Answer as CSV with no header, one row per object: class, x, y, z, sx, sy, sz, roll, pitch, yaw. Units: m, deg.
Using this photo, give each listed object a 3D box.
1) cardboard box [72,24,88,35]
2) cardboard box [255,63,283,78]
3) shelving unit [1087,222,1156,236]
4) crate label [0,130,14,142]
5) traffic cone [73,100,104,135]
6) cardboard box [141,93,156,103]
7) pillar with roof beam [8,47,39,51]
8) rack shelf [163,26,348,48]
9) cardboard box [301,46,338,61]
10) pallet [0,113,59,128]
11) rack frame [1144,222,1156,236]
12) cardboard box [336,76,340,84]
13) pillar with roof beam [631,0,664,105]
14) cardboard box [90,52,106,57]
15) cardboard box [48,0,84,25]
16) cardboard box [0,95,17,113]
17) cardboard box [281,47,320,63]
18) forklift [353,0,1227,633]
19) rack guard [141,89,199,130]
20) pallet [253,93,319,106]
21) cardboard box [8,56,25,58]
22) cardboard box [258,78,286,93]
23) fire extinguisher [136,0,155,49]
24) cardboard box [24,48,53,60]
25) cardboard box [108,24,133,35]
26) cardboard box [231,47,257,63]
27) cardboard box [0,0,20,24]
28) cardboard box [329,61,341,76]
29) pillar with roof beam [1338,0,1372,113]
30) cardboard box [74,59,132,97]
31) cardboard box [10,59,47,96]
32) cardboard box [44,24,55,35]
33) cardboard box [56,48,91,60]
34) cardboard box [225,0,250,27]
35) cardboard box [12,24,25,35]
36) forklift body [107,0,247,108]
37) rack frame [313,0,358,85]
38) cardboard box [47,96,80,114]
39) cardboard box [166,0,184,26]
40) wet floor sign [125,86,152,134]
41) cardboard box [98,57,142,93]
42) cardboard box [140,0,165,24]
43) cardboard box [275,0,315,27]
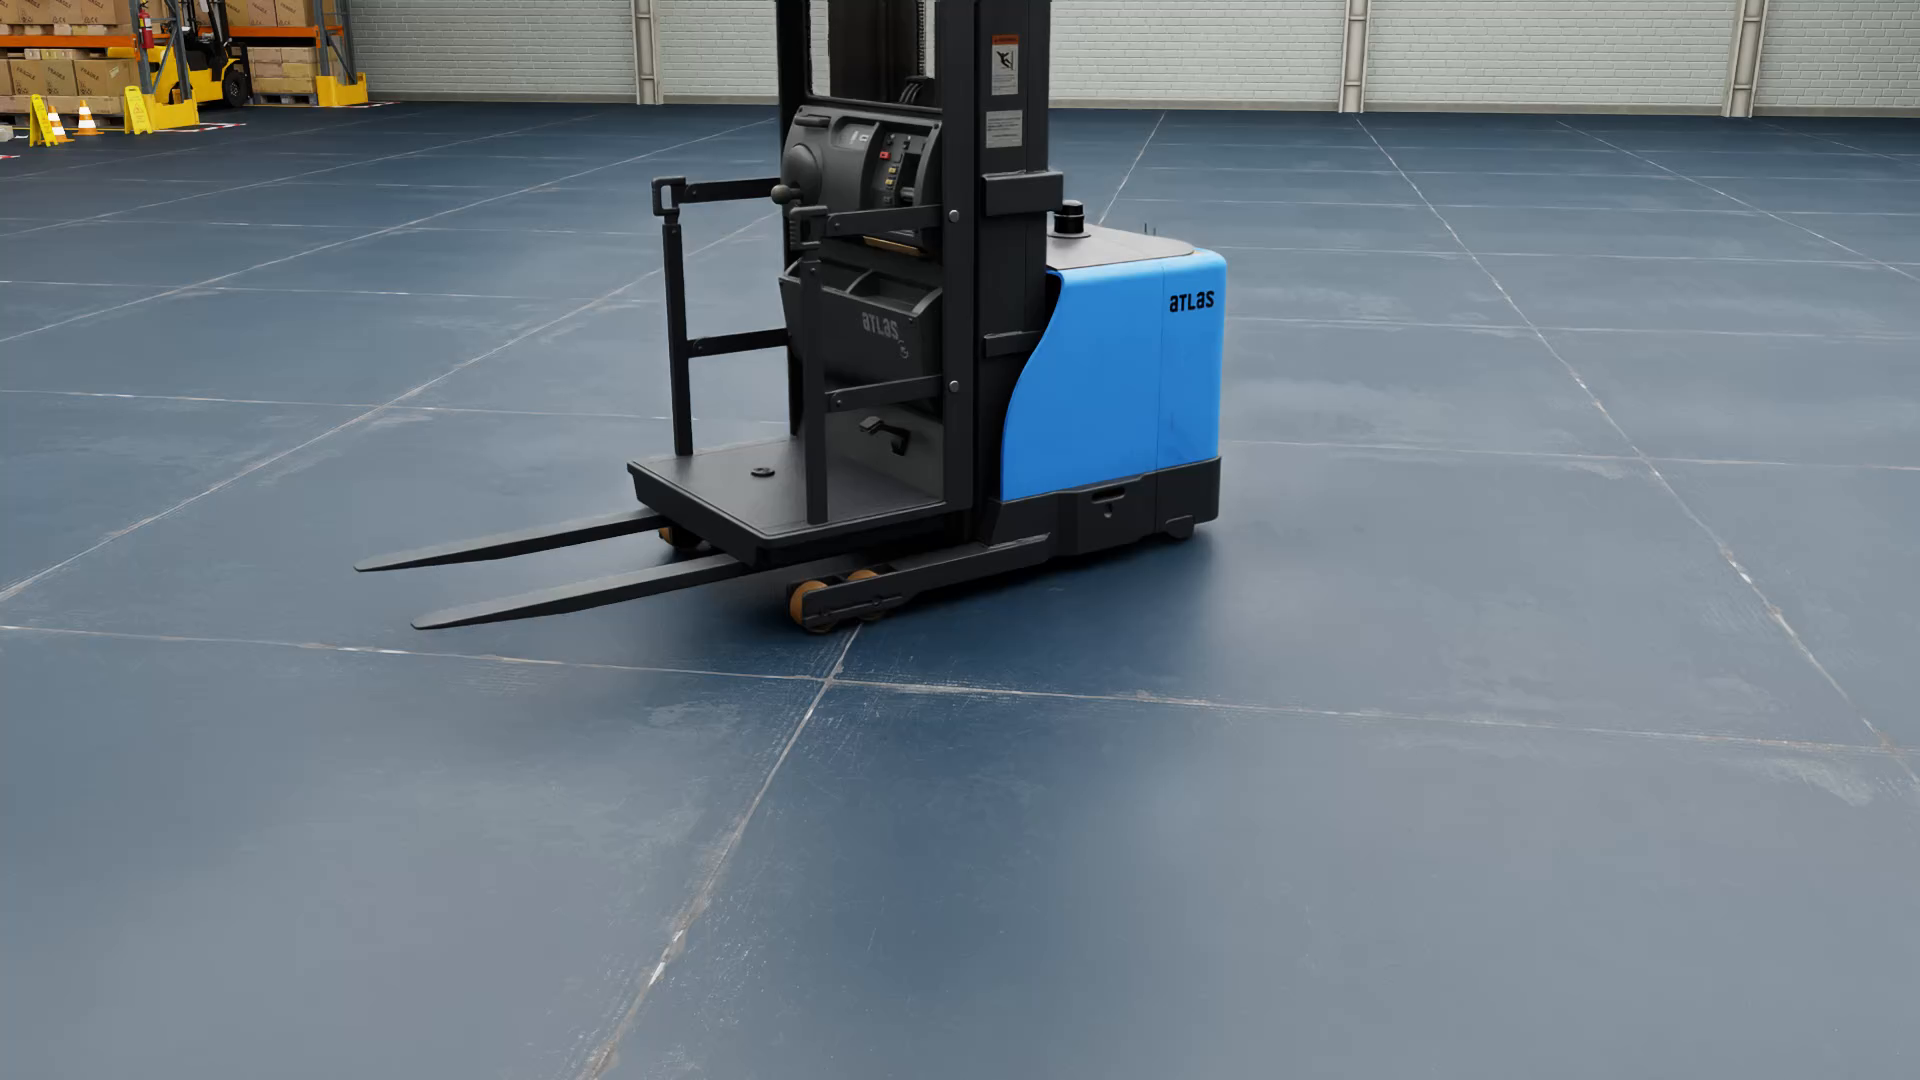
cardboard box,-12.511,-7.328,23.874,0.250,0.149,0.380,3,19,8
cardboard box,-11.830,-8.141,28.790,0.500,0.250,0.500,3,19,8
shelving unit,0.667,-0.797,7.017,0.252,1.050,0.215,-2,16,-5
crate label,-12.846,-5.413,22.266,0.298,0.136,0.250,-7,20,-20
traffic cone,-12.219,-5.913,23.244,0.334,0.463,0.336,3,19,9
cardboard box,-12.343,-6.520,24.735,0.500,0.250,0.500,3,19,8
pillar with roof beam,-17.958,-11.169,25.502,0.400,9.000,9.100,3,19,9
rack shelf,-12.781,-8.813,29.048,4.000,0.370,1.077,3,19,9
cardboard box,-11.251,-8.506,29.094,0.500,0.250,0.500,3,19,8
pallet,-13.663,-6.294,24.780,1.213,0.211,1.003,3,19,9
rack frame,0.788,-0.801,7.028,0.008,1.050,0.200,-2,16,-5
cardboard box,-11.261,-8.034,29.260,0.500,0.250,0.500,3,19,9
pillar with roof beam,-6.110,-10.565,23.697,0.400,9.000,9.100,3,19,9
cardboard box,-15.273,-8.350,29.613,0.625,0.625,0.875,4,19,11
cardboard box,-12.664,-7.654,23.825,0.500,0.500,0.500,3,19,9
cardboard box,-13.947,-6.431,24.468,0.500,0.250,0.500,3,19,8
cardboard box,-11.311,-8.348,28.622,0.500,0.250,0.500,4,19,10
forklift,-0.516,-1.279,5.506,3.031,2.935,1.130,-12,22,-32
rack guard,-11.665,-6.316,24.393,0.348,0.500,1.175,3,19,9
pallet,-11.568,-7.756,29.152,1.213,0.211,1.003,3,19,9
cardboard box,-13.907,-6.954,24.849,0.500,0.500,0.500,4,19,12
cardboard box,-11.810,-7.901,28.861,0.500,0.250,0.500,3,19,9
fire extinguisher,-11.550,-7.311,23.549,0.183,0.674,0.296,3,19,9
cardboard box,-13.303,-7.040,24.084,0.250,0.149,0.380,4,19,11
cardboard box,-11.993,-7.331,23.881,0.250,0.149,0.380,4,19,10
cardboard box,-12.316,-8.394,28.759,0.500,0.250,0.500,3,19,9
cardboard box,-13.654,-7.712,23.998,0.500,0.500,0.500,3,19,9
cardboard box,-11.238,-8.274,29.189,0.500,0.250,0.500,3,19,10
pillar with roof beam,5.738,-9.961,21.892,0.400,9.000,9.100,3,19,9
cardboard box,-12.423,-6.708,24.112,0.500,0.500,0.500,3,19,9
cardboard box,-13.436,-6.760,24.270,0.500,0.500,0.500,2,19,7
cardboard box,-13.001,-7.389,24.054,0.250,0.149,0.380,3,19,9
cardboard box,-12.796,-7.013,24.002,0.250,0.149,0.380,3,19,10
cardboard box,-12.351,-9.098,28.609,0.500,0.500,0.500,3,19,8
cardboard box,-13.500,-7.414,24.129,0.250,0.149,0.380,3,19,9
forklift body,-12.968,-8.175,27.345,1.214,2.155,2.313,3,19,9
rack frame,-10.807,-9.053,28.633,0.127,3.000,1.000,3,19,9
cardboard box,-12.941,-6.378,24.310,0.500,0.250,0.500,3,19,9
cardboard box,-13.342,-9.152,28.770,0.500,0.500,0.500,3,19,8
wet floor sign,-11.572,-6.037,23.328,0.232,0.644,0.267,10,21,27
cardboard box,-12.366,-6.877,24.619,0.500,0.500,0.500,2,19,7
cardboard box,-12.014,-7.797,24.253,0.500,0.500,0.500,3,19,8
cardboard box,-11.334,-9.043,28.446,0.500,0.500,0.500,3,19,7
